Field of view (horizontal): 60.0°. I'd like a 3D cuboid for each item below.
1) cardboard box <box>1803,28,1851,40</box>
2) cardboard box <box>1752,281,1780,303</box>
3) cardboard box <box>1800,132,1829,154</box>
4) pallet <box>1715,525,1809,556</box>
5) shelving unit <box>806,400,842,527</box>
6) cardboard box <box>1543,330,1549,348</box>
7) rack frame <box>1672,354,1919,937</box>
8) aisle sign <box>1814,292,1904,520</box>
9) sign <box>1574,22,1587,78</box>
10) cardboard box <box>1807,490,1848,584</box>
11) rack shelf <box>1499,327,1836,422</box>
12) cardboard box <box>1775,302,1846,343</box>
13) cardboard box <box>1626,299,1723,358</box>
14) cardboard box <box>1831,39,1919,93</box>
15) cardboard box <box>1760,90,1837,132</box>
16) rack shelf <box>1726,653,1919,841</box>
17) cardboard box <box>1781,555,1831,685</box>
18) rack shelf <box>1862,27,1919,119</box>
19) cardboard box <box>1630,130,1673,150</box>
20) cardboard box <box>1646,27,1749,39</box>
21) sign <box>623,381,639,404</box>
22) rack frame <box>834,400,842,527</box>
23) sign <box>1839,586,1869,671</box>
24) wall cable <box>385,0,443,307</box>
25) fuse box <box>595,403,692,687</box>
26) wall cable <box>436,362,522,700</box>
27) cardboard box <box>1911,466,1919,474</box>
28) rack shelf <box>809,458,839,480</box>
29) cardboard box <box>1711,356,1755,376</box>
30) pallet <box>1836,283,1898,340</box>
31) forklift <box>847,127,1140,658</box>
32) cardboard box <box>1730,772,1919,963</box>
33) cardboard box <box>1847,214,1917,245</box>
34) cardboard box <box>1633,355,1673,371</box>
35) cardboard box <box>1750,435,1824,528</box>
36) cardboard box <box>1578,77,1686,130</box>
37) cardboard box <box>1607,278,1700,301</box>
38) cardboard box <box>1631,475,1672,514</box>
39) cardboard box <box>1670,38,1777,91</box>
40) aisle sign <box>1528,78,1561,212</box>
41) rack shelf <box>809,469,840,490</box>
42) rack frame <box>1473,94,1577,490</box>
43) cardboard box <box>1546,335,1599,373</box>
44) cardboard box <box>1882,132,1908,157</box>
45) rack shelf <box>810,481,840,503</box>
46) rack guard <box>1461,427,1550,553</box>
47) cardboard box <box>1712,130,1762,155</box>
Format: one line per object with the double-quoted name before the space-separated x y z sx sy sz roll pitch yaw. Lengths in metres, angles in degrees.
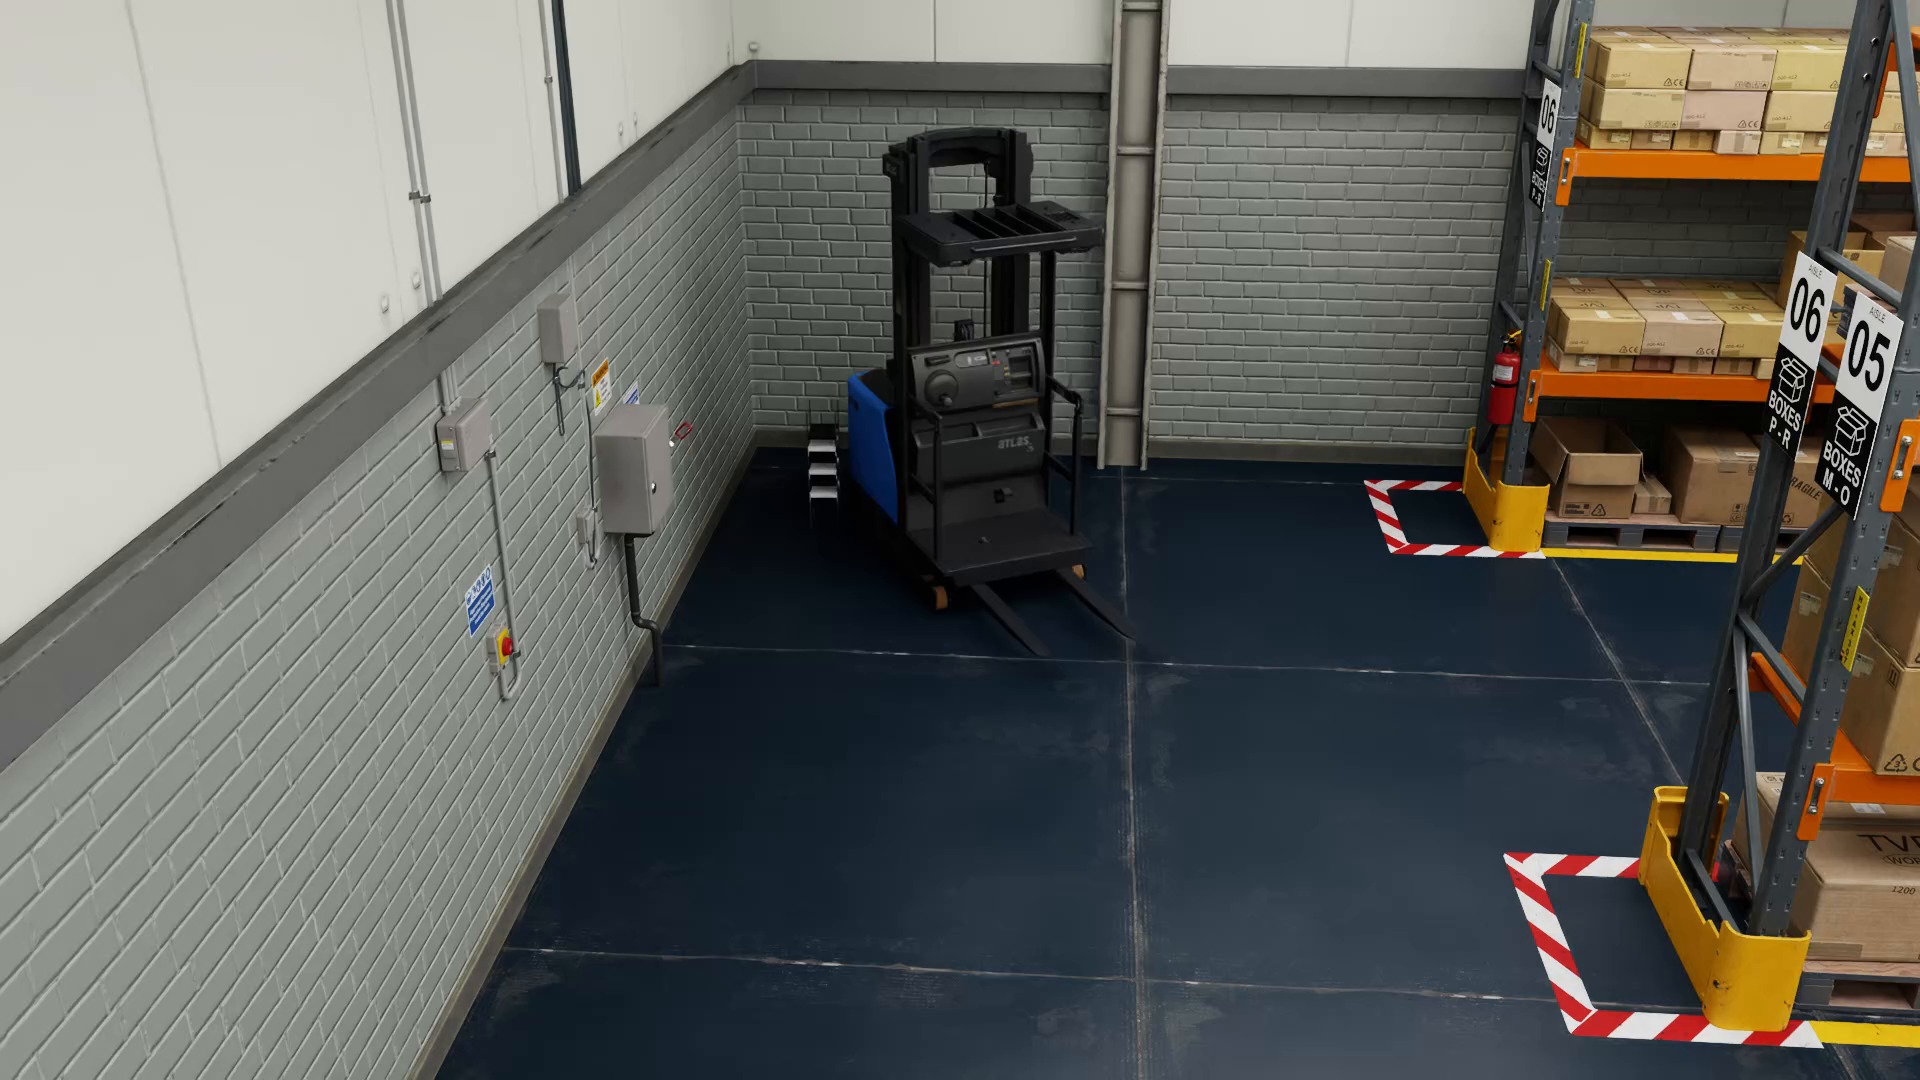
"cardboard box" 5.907 -3.226 11.020 0.500 0.250 0.500 2 25 4
"cardboard box" 5.921 -1.634 11.749 0.500 0.250 0.500 2 25 4
"cardboard box" 5.484 -2.613 10.765 0.250 0.149 0.380 2 25 3
"pallet" 5.997 -0.189 12.119 1.213 0.211 1.003 2 25 4
"shelving unit" -0.986 -0.552 12.085 0.210 0.900 0.258 1 25 1
"cardboard box" 4.264 -1.510 11.956 0.250 0.149 0.380 2 25 3
"rack frame" 3.537 0.546 7.187 0.127 3.000 1.000 2 25 4
"aisle sign" 3.443 -0.517 6.386 0.004 0.787 0.394 2 25 4
"sign" 3.871 -3.057 10.382 0.005 0.325 0.100 2 25 4
"cardboard box" 4.035 -0.038 7.139 0.500 0.500 0.500 3 25 6
"rack shelf" 5.907 -1.132 11.695 4.000 0.370 1.077 2 25 4
"cardboard box" 5.864 -1.425 11.293 0.500 0.250 0.500 1 25 3
"cardboard box" 4.847 -1.447 11.342 0.500 0.250 0.500 2 25 5
"cardboard box" 5.853 -3.015 10.561 0.500 0.250 0.500 3 25 5
"cardboard box" 5.352 -2.796 10.683 0.500 0.250 0.500 1 25 2
"rack shelf" 5.531 0.936 7.198 4.000 0.370 1.077 2 25 4
"cardboard box" 4.038 0.405 7.372 0.500 0.500 0.500 2 25 4
"rack shelf" 5.531 -1.607 6.028 4.000 0.370 1.077 2 25 4
"cardboard box" 4.476 -2.667 10.881 0.250 0.149 0.380 2 25 5
"cardboard box" 4.896 -3.265 11.106 0.500 0.250 0.500 1 25 2
"sign" -1.950 -0.665 9.932 0.001 0.494 0.329 2 25 4
"rack frame" -0.885 -0.551 12.083 0.006 0.900 0.240 1 25 1
"sign" 3.488 0.348 6.487 0.005 0.325 0.100 2 25 4
"wall cable" -2.157 -2.244 6.073 0.029 3.000 0.463 2 25 4
"fuse box" -1.781 0.089 9.720 0.414 1.711 0.539 2 25 4
"wall cable" -2.087 -0.101 7.339 0.123 1.953 0.585 2 25 4
"cardboard box" 3.910 -0.321 6.978 0.250 0.149 0.380 2 25 5
"rack shelf" -0.986 -0.522 12.099 0.200 0.077 0.258 1 25 1
"cardboard box" 5.254 -1.262 11.415 0.250 0.149 0.380 2 25 5
"pallet" 4.277 -0.757 6.536 1.213 0.211 1.003 2 25 4
"forklift" 0.208 -1.068 10.776 1.130 2.935 3.031 -10 27 -21
"cardboard box" 4.202 1.498 7.680 0.875 0.438 0.875 1 25 2
"cardboard box" 6.437 -1.961 11.562 0.500 0.500 0.500 1 25 3
"cardboard box" 4.741 -1.301 11.502 0.250 0.149 0.380 2 25 3
"cardboard box" 5.884 -0.417 11.768 0.500 0.500 0.500 2 25 5
"cardboard box" 4.334 -2.825 10.747 0.500 0.250 0.500 2 25 3
"cardboard box" 4.906 -1.669 11.824 0.500 0.250 0.500 2 25 4
"cardboard box" 4.936 -0.330 11.998 0.250 0.149 0.380 1 25 2
"cardboard box" 4.842 -3.037 10.610 0.500 0.250 0.500 2 25 4
"aisle sign" 3.822 -2.584 10.879 0.004 0.787 0.394 2 25 4
"rack shelf" -0.986 -0.440 12.137 0.200 0.077 0.258 1 25 1
"rack frame" 3.913 -1.523 11.683 0.127 3.000 1.000 2 25 4
"cardboard box" 4.220 -1.284 11.464 0.250 0.149 0.380 2 25 4
"cardboard box" 5.983 -2.569 10.668 0.250 0.149 0.380 2 25 5
"rack shelf" -0.986 -0.359 12.174 0.200 0.077 0.258 1 25 1
"rack guard" 3.989 -0.385 12.201 0.348 0.500 1.175 2 25 4
"cardboard box" 4.971 -2.601 10.738 0.250 0.149 0.380 2 25 5
